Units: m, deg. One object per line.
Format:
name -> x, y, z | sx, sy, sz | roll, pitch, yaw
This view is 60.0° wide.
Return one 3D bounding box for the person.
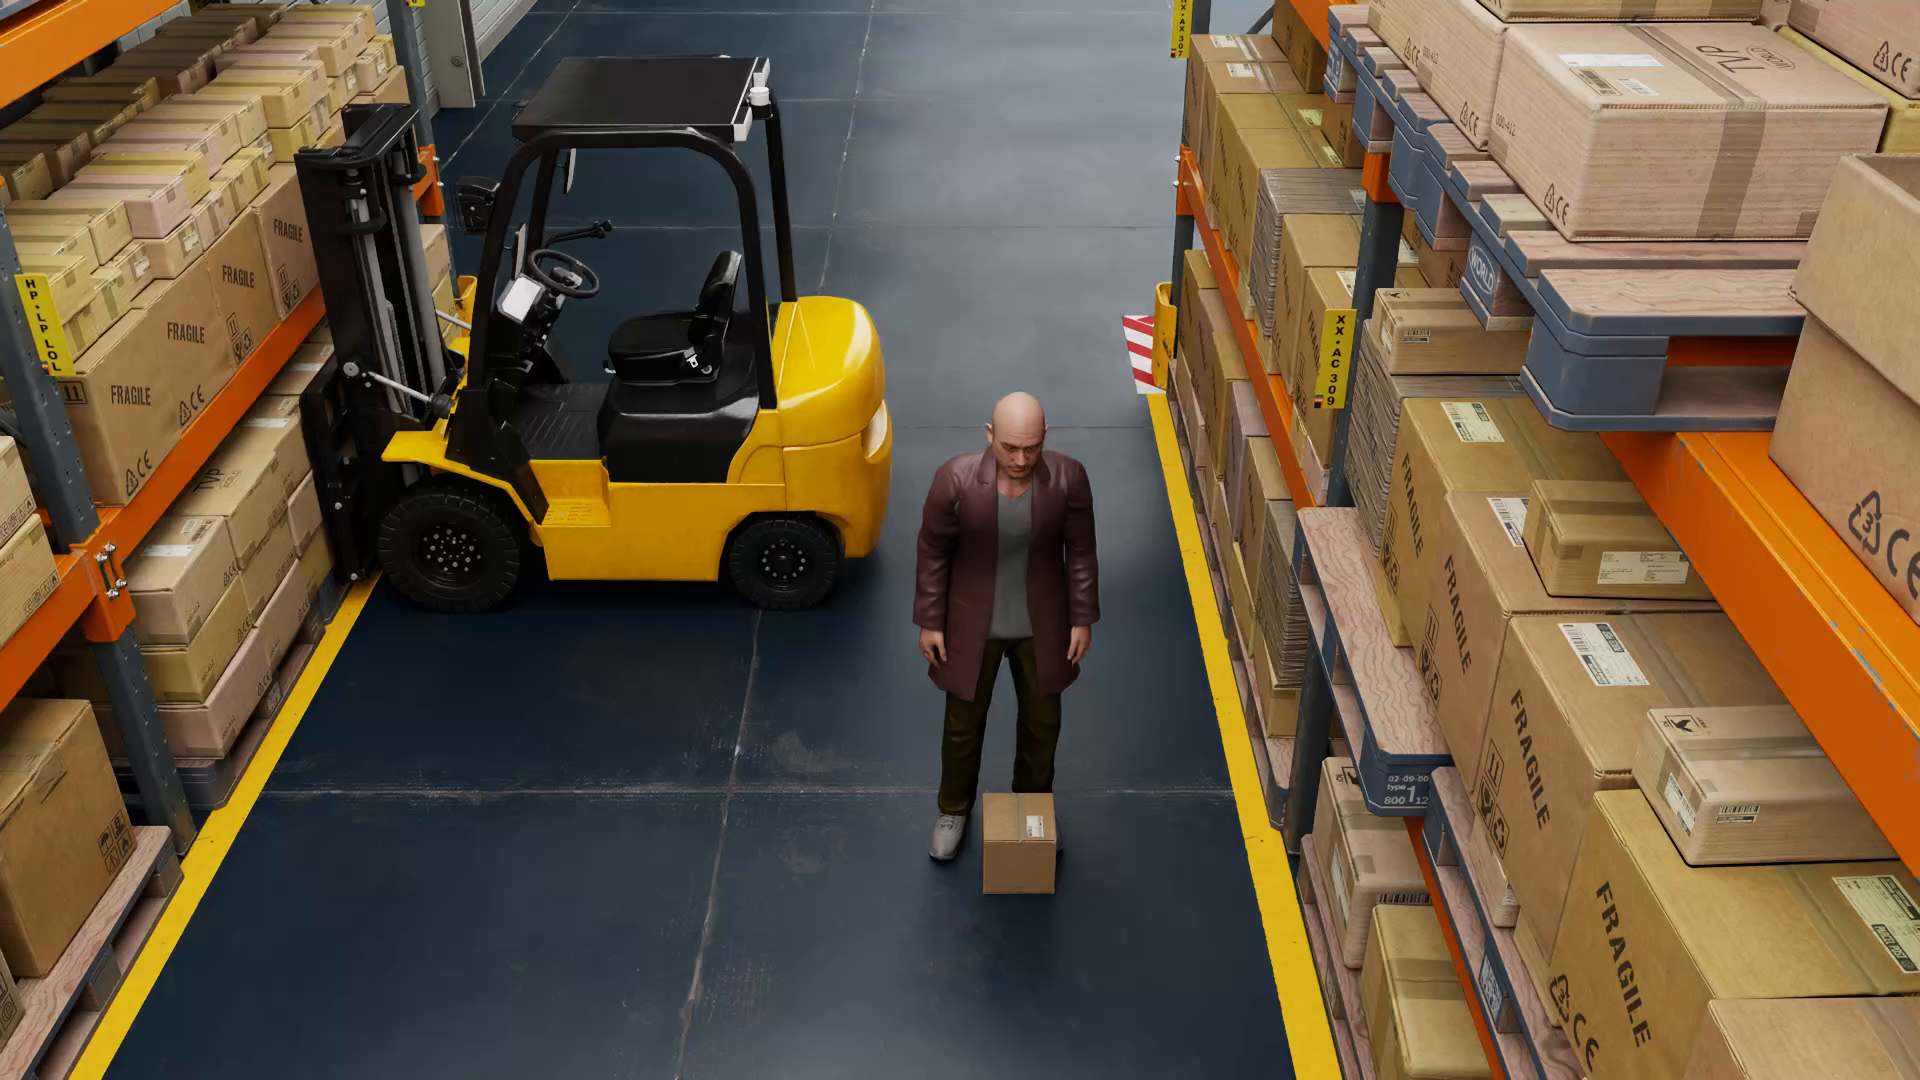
person -> 0.158, 0.288, 5.671 | 0.641, 1.773, 0.431 | -2, 31, -3
